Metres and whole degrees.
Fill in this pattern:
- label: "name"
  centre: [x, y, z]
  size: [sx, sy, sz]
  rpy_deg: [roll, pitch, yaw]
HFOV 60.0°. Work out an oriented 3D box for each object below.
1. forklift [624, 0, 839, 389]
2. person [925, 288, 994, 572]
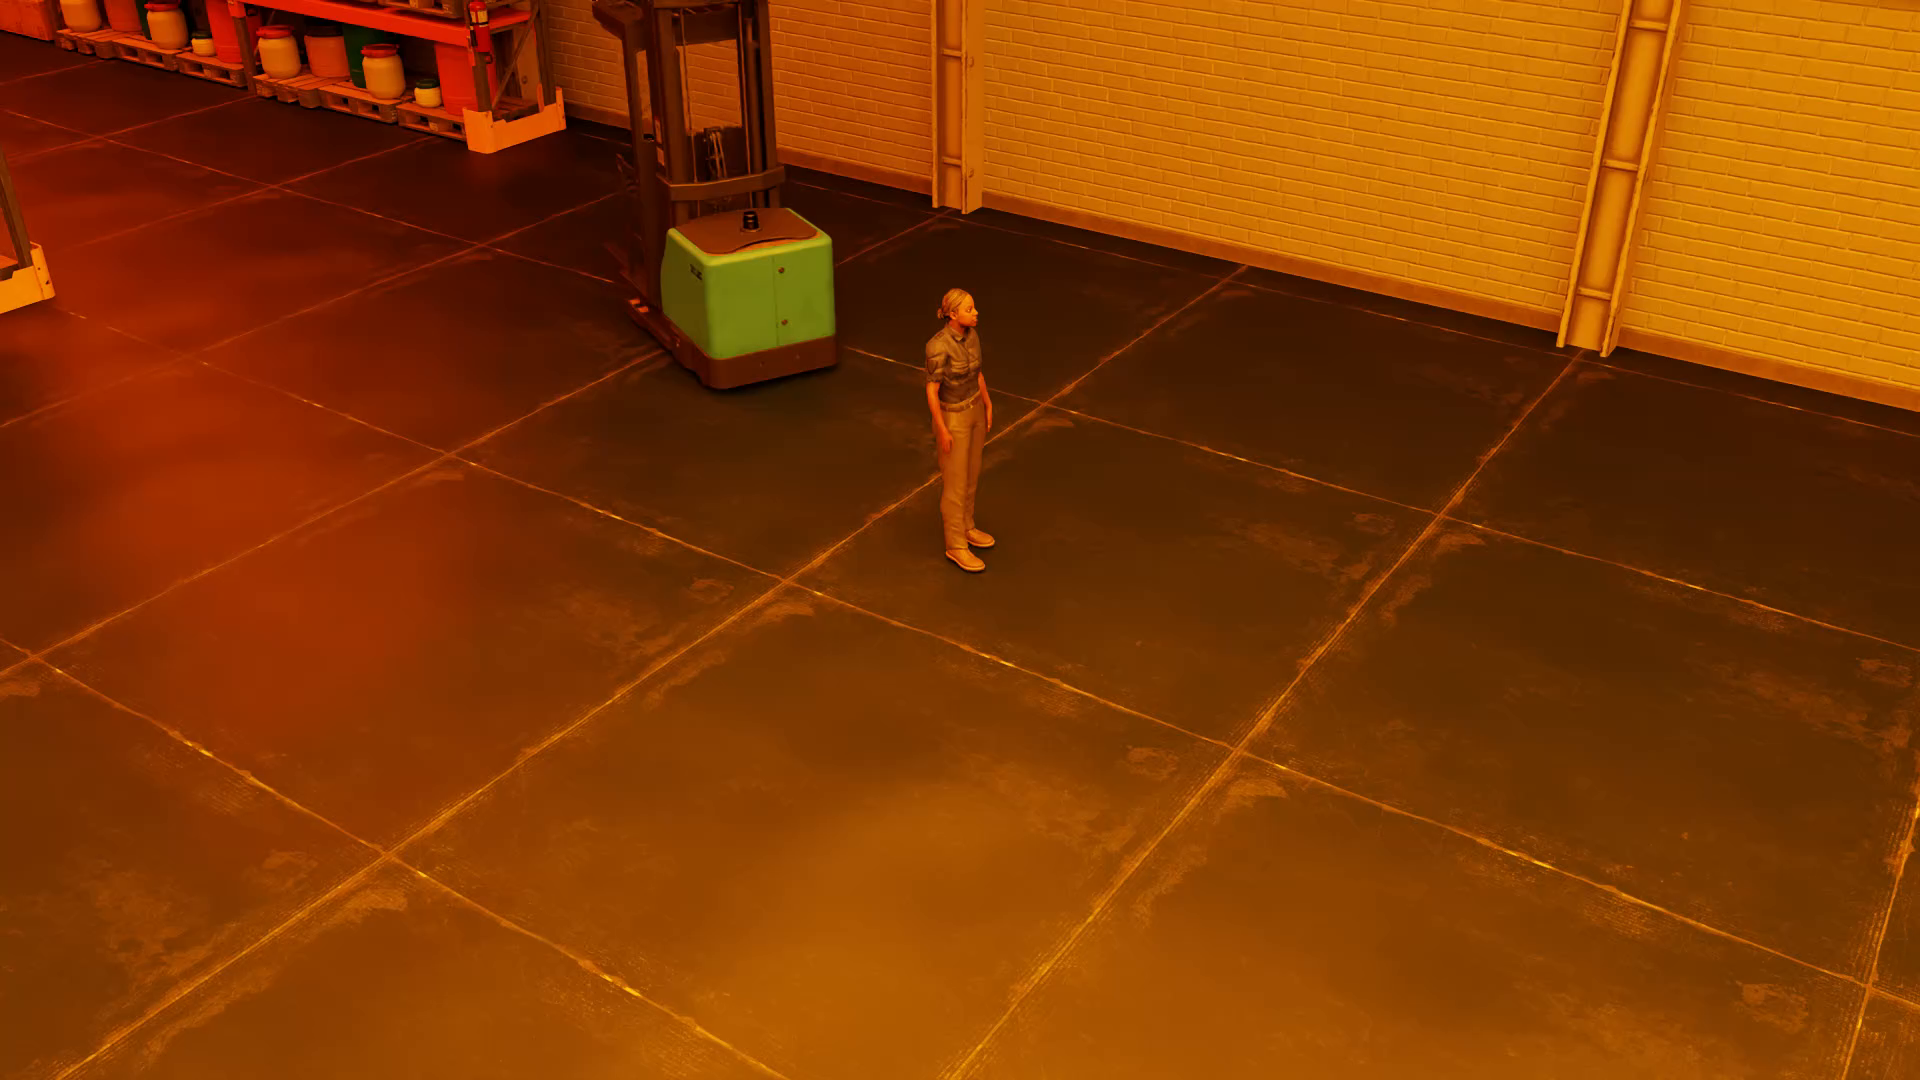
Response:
- label: "forklift"
  centre: [-2.085, -3.089, 12.901]
  size: [1.130, 2.935, 3.031]
  rpy_deg: [-16, 34, -25]
- label: "person"
  centre: [0.062, -0.684, 10.028]
  size: [0.503, 1.644, 0.570]
  rpy_deg: [19, 35, 29]
